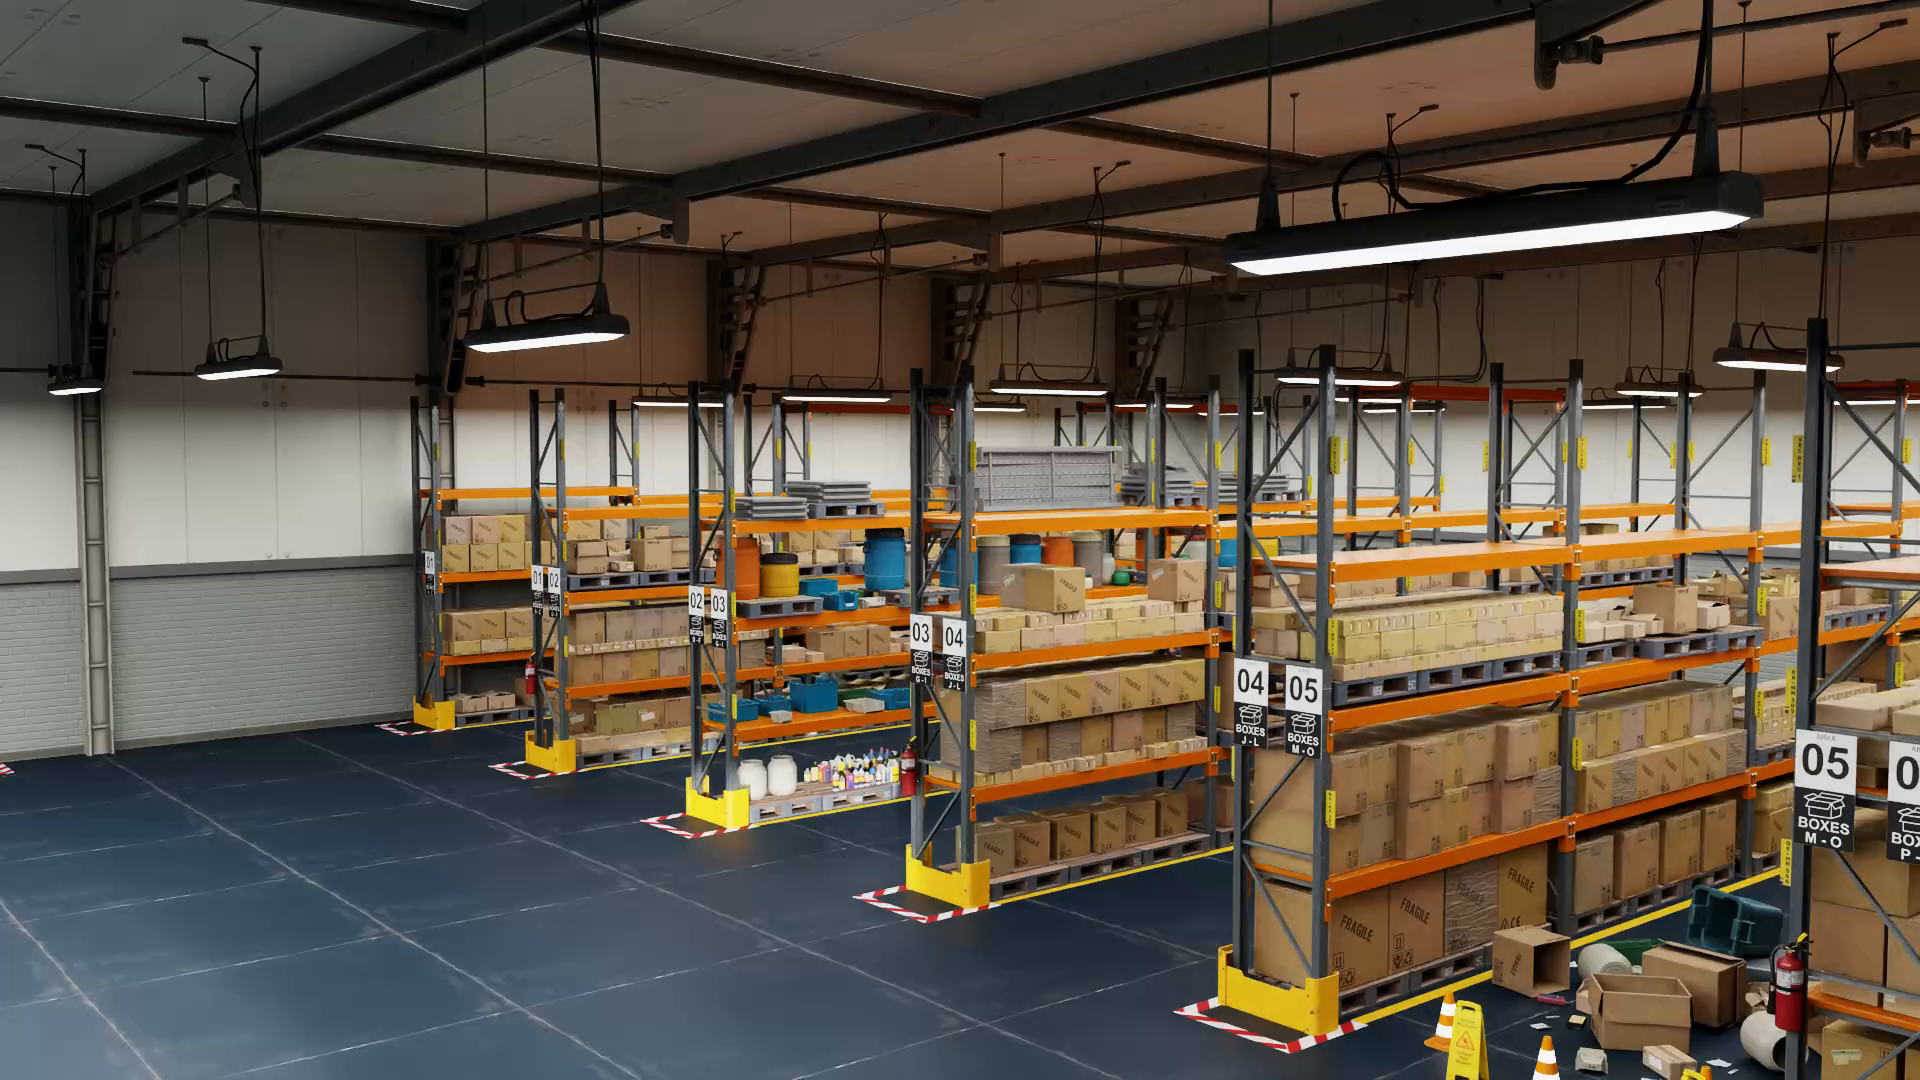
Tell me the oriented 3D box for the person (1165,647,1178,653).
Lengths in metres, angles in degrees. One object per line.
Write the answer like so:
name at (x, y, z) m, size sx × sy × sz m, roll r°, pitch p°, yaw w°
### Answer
person at (4.081, 2.482, 30.933) m, size 0.727 × 1.750 × 0.871 m, roll 3°, pitch 5°, yaw 44°

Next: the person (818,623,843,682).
person at (-2.477, 2.413, 31.909) m, size 0.794 × 1.813 × 0.676 m, roll -3°, pitch 5°, yaw -45°
